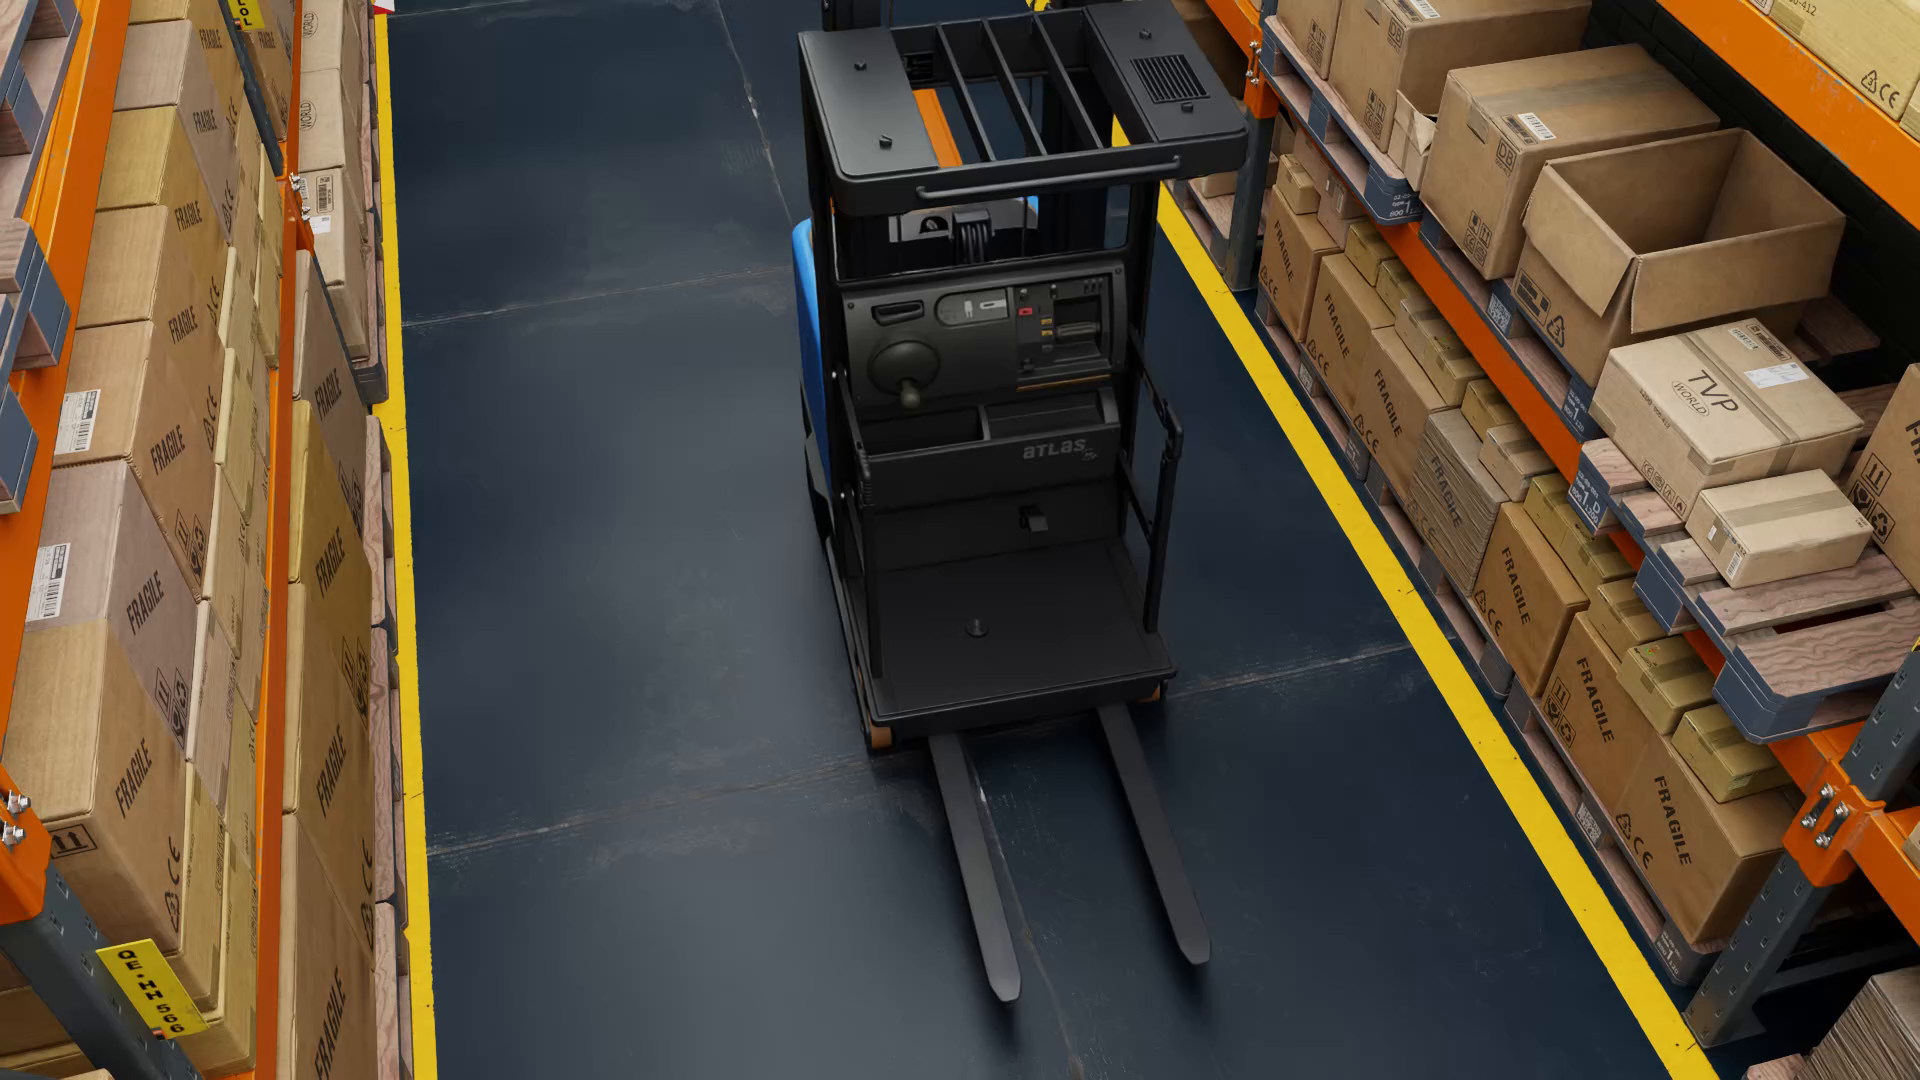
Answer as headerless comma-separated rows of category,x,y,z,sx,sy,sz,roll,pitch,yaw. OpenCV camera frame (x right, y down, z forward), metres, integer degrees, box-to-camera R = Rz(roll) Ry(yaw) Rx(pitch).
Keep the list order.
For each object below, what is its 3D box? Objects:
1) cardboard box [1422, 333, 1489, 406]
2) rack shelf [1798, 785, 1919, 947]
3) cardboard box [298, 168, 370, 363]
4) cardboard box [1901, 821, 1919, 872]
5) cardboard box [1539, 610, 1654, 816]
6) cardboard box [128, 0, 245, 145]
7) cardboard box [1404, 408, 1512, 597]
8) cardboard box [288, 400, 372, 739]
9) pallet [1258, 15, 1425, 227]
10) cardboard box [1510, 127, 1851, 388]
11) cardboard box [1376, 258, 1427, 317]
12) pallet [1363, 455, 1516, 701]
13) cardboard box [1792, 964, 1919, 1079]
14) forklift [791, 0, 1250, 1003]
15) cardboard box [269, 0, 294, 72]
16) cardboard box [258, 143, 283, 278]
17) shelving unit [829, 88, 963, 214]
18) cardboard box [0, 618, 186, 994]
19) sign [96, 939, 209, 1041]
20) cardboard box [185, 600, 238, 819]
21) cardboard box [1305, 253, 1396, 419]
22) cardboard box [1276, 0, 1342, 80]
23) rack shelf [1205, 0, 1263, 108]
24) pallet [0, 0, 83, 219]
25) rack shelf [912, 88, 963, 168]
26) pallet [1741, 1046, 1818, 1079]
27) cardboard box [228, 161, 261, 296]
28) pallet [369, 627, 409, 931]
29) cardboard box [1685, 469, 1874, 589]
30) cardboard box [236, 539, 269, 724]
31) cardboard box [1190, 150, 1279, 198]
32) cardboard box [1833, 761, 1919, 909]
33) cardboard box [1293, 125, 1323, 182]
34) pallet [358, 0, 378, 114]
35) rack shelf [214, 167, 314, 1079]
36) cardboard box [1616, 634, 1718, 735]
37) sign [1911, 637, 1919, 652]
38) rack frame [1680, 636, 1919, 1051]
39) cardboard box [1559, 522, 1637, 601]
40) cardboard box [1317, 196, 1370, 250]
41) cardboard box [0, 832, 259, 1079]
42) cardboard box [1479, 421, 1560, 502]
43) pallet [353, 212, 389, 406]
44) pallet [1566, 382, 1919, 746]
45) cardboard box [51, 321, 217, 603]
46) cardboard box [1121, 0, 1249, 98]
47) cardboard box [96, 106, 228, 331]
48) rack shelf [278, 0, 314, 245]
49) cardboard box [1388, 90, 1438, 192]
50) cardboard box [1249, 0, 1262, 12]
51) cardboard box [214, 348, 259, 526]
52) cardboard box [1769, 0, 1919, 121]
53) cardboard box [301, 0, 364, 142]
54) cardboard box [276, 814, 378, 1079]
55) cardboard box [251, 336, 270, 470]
cardboard box,1.988,-0.665,6.304,0.380,0.149,0.250,-9,46,-9
rack shelf,3.295,2.042,3.153,1.077,0.370,4.000,-11,47,-10
cardboard box,-3.095,-1.146,7.273,0.875,0.438,0.875,-11,47,-11
cardboard box,2.660,0.813,3.958,0.500,0.250,0.500,-11,47,-10
cardboard box,2.349,0.537,5.580,0.500,0.500,0.500,-11,47,-11
cardboard box,-2.681,-1.565,5.413,0.500,0.500,0.500,-9,46,-9
cardboard box,2.061,-0.179,6.281,0.500,0.500,0.500,-12,47,-12
cardboard box,-2.564,0.190,5.657,0.875,0.875,0.875,-9,46,-9
pallet,1.858,-1.714,6.464,1.003,0.211,1.213,-11,47,-10
cardboard box,2.186,-0.867,5.133,0.797,0.503,0.637,-12,47,-11
cardboard box,1.899,-1.016,6.648,0.380,0.149,0.250,-11,47,-11
pallet,2.320,0.022,6.581,1.003,0.211,1.213,-11,47,-10
cardboard box,2.929,1.526,4.523,0.875,0.625,0.625,-9,46,-9
forklift,0.136,-0.571,5.257,1.130,2.935,3.031,-9,46,-8
cardboard box,-3.030,-2.197,6.733,0.500,0.500,0.500,-10,47,-10
cardboard box,-2.680,-1.126,5.859,0.500,0.250,0.500,-12,47,-11
shelving unit,-0.273,-1.376,7.311,0.538,1.125,1.048,-9,46,-8
cardboard box,-1.904,0.549,3.342,0.500,0.500,0.500,-12,47,-12
sign,-1.492,0.836,3.075,0.100,0.325,0.005,-11,47,-10
cardboard box,-2.037,0.445,3.969,0.500,0.250,0.500,-10,46,-9
cardboard box,1.811,-0.884,6.972,0.500,0.500,0.500,-11,47,-11
cardboard box,1.667,-2.160,6.402,0.700,0.500,0.500,-10,46,-9
rack shelf,1.247,-3.482,8.566,1.077,0.370,4.000,-11,47,-10
pallet,-2.520,-0.871,3.535,1.003,0.211,1.213,-9,46,-8
rack shelf,-0.273,-1.581,7.102,0.538,0.278,1.000,-9,46,-8
pallet,2.956,1.961,4.681,1.003,0.211,1.213,-11,47,-10
cardboard box,-2.555,-0.961,5.347,0.500,0.250,0.500,-10,46,-9
pallet,-2.452,0.896,5.724,1.003,0.211,1.213,-11,47,-10
cardboard box,2.244,-0.033,4.564,0.380,0.149,0.250,-10,46,-10
cardboard box,-2.174,0.273,4.487,0.500,0.250,0.500,-9,46,-9
cardboard box,1.332,-1.833,8.148,0.380,0.149,0.250,-12,47,-12
cardboard box,2.946,0.795,5.327,0.500,0.500,0.500,-9,46,-9
cardboard box,1.652,-1.671,7.081,0.380,0.149,0.250,-11,47,-11
pallet,-3.782,-2.690,9.239,1.003,0.211,1.213,-11,47,-10
rack shelf,-2.526,0.190,4.967,1.077,0.370,4.000,-11,47,-10
cardboard box,2.312,0.432,5.228,0.380,0.149,0.250,-13,47,-12
sign,2.261,0.137,3.760,0.100,0.325,0.005,-11,47,-10
rack frame,2.783,0.409,4.249,1.000,3.000,0.127,-11,47,-10
cardboard box,2.263,0.052,5.601,0.380,0.149,0.250,-9,46,-9
cardboard box,1.739,-1.378,7.003,0.380,0.149,0.250,-12,47,-11
cardboard box,-1.896,0.988,3.787,0.500,0.250,0.500,-11,47,-11
cardboard box,2.099,-0.305,5.951,0.380,0.149,0.250,-13,47,-12
pallet,-3.157,-1.006,7.588,1.003,0.211,1.213,-11,47,-10
pallet,2.542,0.021,4.764,1.213,0.211,1.003,-11,47,-10
cardboard box,-2.158,-0.152,4.028,0.500,0.500,0.500,-9,46,-9
cardboard box,1.247,-2.633,8.686,0.700,0.500,0.500,-12,47,-12
cardboard box,-2.431,-0.855,4.718,0.500,0.500,0.500,-9,46,-9
rack shelf,-3.550,-2.571,7.674,1.077,0.370,4.000,-11,47,-10
cardboard box,1.744,-1.423,5.845,0.396,0.266,0.258,-9,46,-8
cardboard box,1.433,-2.439,7.216,0.380,0.149,0.250,-10,46,-10
cardboard box,-2.269,-0.254,4.654,0.500,0.250,0.500,-10,46,-10
cardboard box,2.287,-1.245,3.875,0.500,0.250,0.500,-11,47,-10
cardboard box,-3.554,-2.387,8.489,0.875,0.438,0.875,-10,46,-9
cardboard box,-2.111,1.424,4.448,0.875,0.875,0.875,-11,47,-11
cardboard box,-2.440,-0.423,5.169,0.500,0.250,0.500,-12,47,-11
